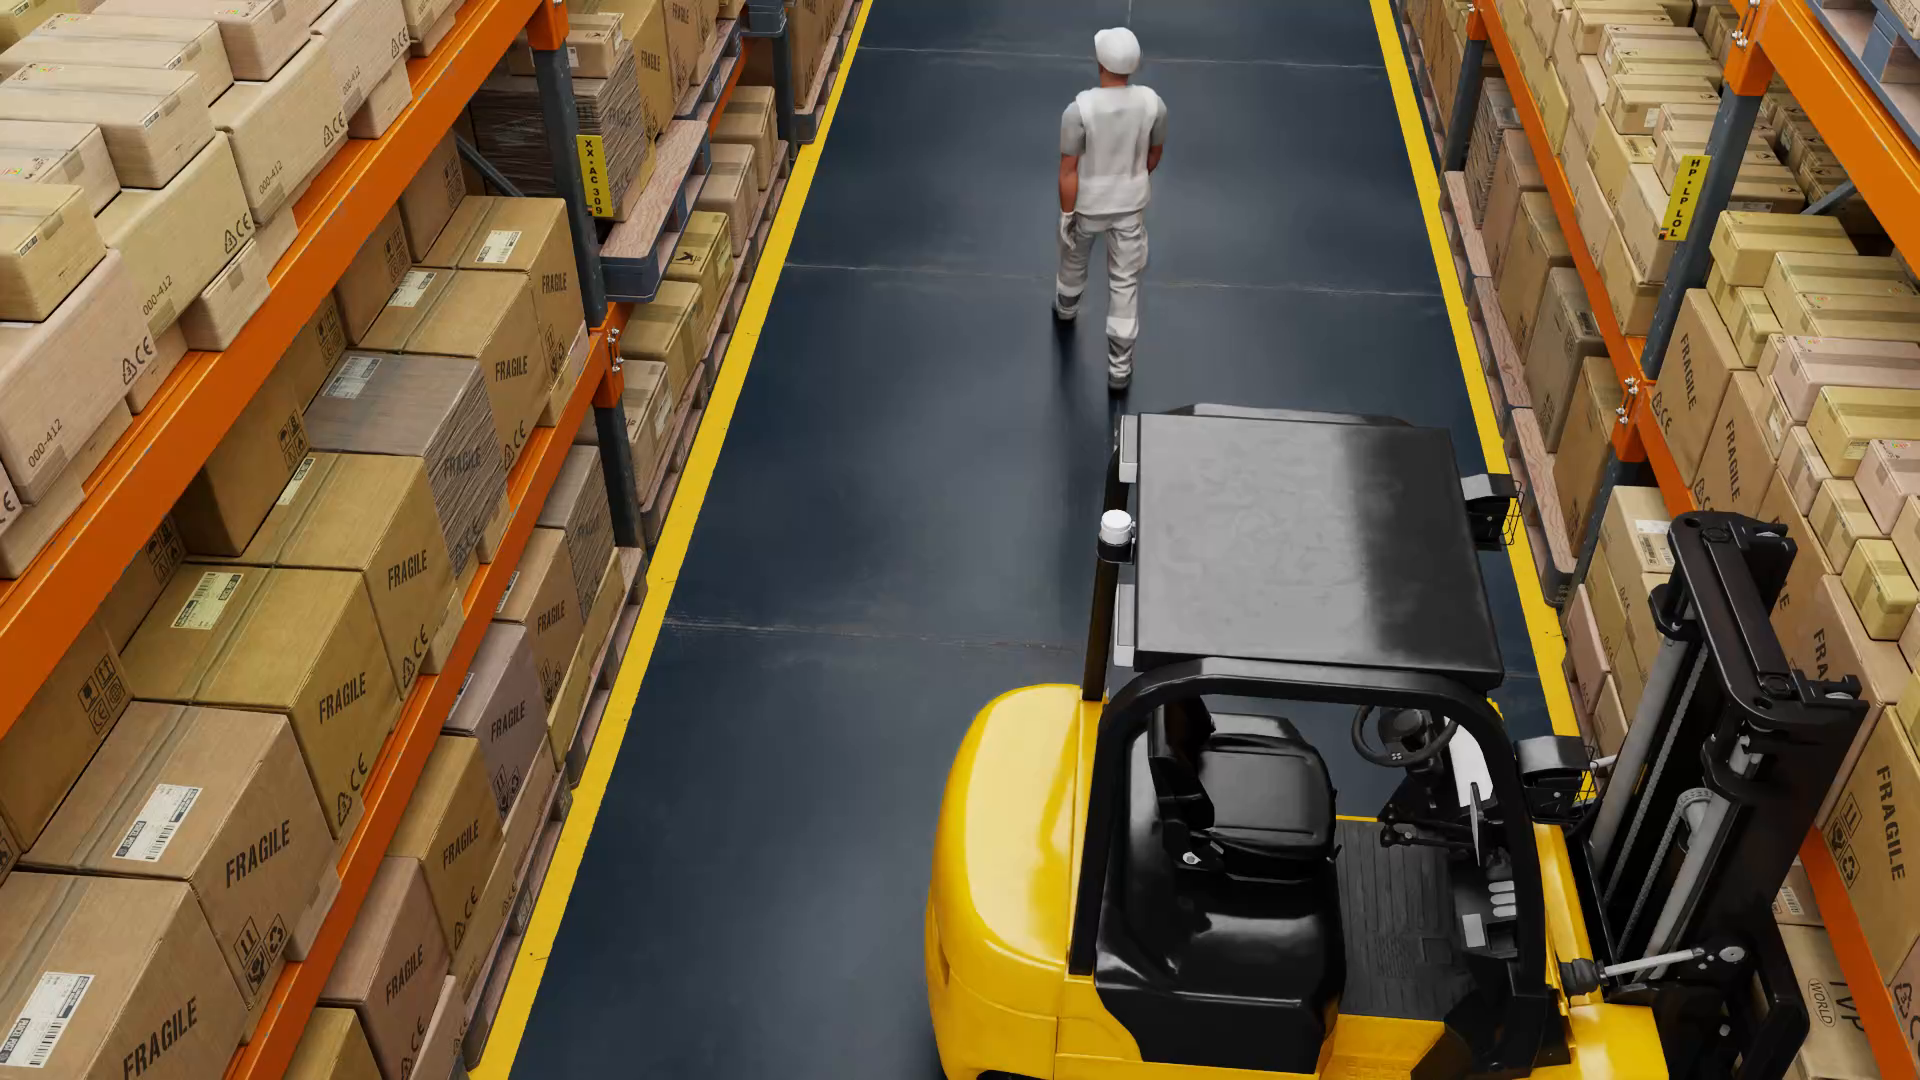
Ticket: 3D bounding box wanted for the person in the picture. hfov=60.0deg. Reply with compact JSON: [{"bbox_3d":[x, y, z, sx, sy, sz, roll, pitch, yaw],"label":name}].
[{"bbox_3d":[0.714,-1.704,8.163,0.524,1.755,0.960,-2,40,-2],"label":"person"}]
